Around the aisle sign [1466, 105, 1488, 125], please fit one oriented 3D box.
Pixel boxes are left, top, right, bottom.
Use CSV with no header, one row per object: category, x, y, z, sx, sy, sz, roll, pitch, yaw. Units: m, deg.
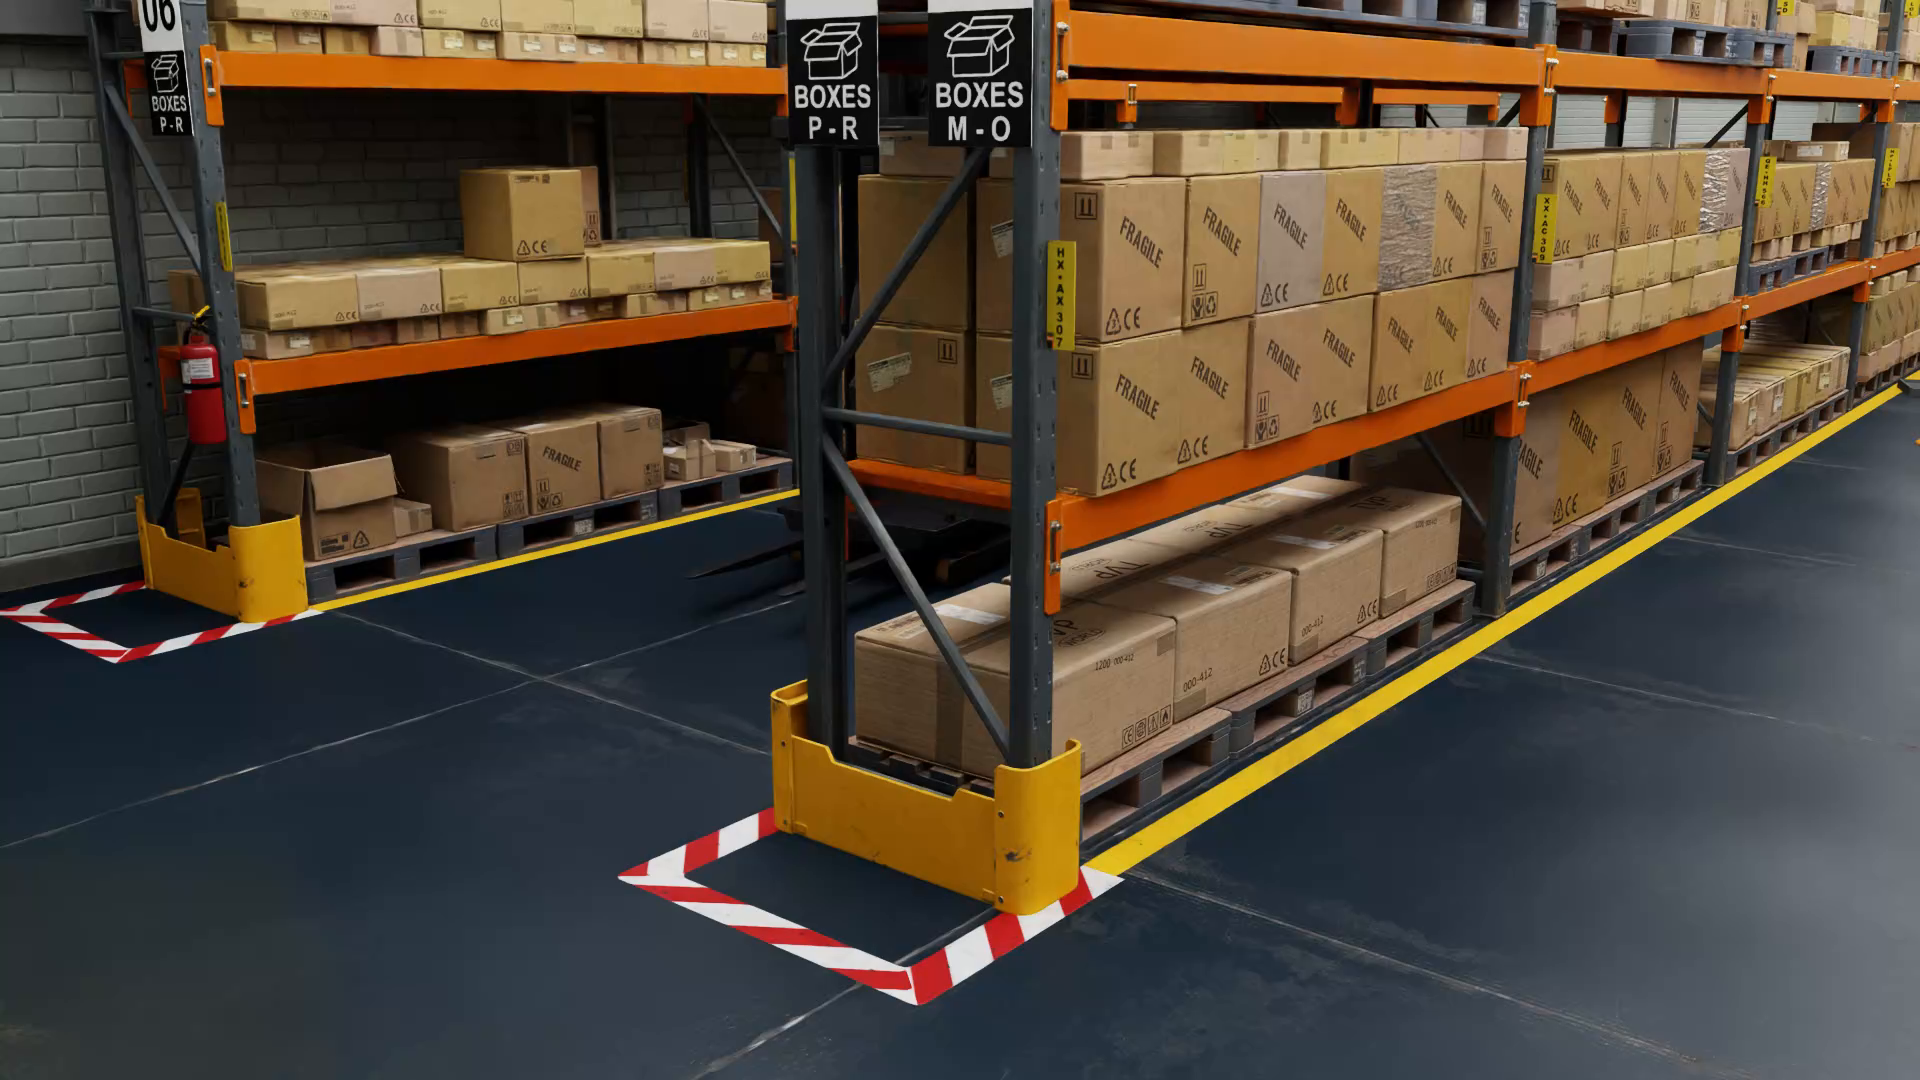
aisle sign,6.339,-5.423,20.098,0.394,0.787,0.004,11,18,38

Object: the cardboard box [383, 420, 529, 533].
cardboard box,-2.961,-0.384,9.766,0.700,0.500,0.500,12,19,40

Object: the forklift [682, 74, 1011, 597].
forklift,-0.333,-1.290,9.249,1.130,2.935,3.031,9,17,31

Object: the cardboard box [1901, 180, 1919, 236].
cardboard box,8.535,-3.090,15.387,0.500,0.500,0.500,11,18,37

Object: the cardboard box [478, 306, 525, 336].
cardboard box,-2.718,-1.269,9.538,0.380,0.149,0.250,11,18,36

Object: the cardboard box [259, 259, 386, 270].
cardboard box,-3.579,-1.431,9.364,0.500,0.250,0.500,11,18,38

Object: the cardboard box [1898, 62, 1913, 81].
cardboard box,8.015,-4.057,14.420,0.380,0.149,0.250,11,18,38

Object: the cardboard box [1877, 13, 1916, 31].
cardboard box,7.870,-4.391,14.113,0.380,0.149,0.250,11,18,37

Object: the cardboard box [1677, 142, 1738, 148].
cardboard box,5.713,-2.964,12.720,0.380,0.149,0.250,10,17,35

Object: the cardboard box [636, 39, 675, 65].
cardboard box,-1.959,-2.972,10.150,0.380,0.149,0.250,11,18,37

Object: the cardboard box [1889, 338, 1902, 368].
cardboard box,8.658,-1.810,15.889,0.500,0.250,0.500,11,18,37

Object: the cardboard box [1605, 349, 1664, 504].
cardboard box,3.842,-0.781,10.566,0.875,0.875,0.875,12,18,38

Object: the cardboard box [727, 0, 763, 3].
cardboard box,-1.603,-3.531,10.525,0.500,0.250,0.500,11,18,38

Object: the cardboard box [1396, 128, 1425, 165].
cardboard box,1.756,-1.685,7.112,0.380,0.149,0.250,11,18,37

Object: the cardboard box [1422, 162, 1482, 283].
cardboard box,1.984,-1.434,7.443,0.500,0.500,0.500,11,18,37

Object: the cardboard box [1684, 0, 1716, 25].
cardboard box,4.022,-3.220,9.557,0.500,0.500,0.500,11,18,38

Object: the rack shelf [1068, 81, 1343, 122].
rack shelf,2.298,-4.152,15.744,1.077,0.370,4.000,11,18,38

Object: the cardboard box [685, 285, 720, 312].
cardboard box,-1.768,-1.569,10.718,0.380,0.149,0.250,12,18,39

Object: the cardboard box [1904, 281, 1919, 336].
cardboard box,8.984,-2.273,16.187,0.500,0.500,0.500,11,18,36

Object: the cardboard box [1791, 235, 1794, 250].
cardboard box,6.092,-2.274,12.638,0.380,0.149,0.250,12,19,40

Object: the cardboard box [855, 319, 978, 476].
cardboard box,-0.026,-0.546,5.977,0.500,0.500,0.500,11,18,38

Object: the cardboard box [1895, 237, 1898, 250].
cardboard box,8.453,-2.761,15.410,0.380,0.149,0.250,11,18,37

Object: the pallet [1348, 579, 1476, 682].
pallet,1.852,0.355,8.298,1.003,0.211,1.213,11,18,38

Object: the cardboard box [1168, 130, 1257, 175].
cardboard box,0.828,-1.383,5.925,0.380,0.149,0.250,11,18,36

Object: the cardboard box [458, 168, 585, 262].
cardboard box,-2.549,-1.899,9.684,0.500,0.500,0.500,12,18,39

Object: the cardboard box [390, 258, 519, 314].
cardboard box,-2.859,-1.443,9.410,0.500,0.250,0.500,11,18,36

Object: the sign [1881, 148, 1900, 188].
sign,7.853,-3.138,14.033,0.100,0.325,0.005,11,18,38

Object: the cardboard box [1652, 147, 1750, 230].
cardboard box,4.783,-2.290,10.811,0.500,0.500,0.500,11,18,36

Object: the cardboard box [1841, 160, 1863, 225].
cardboard box,6.996,-2.839,13.548,0.500,0.500,0.500,11,18,38

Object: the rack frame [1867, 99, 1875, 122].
rack frame,9.933,-3.428,17.527,1.000,3.000,0.127,11,18,38

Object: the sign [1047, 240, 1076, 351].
sign,0.304,-0.735,5.006,0.100,0.325,0.005,11,18,38

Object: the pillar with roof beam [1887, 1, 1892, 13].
pillar with roof beam,27.135,-12.189,39.826,9.100,9.000,0.400,11,18,38

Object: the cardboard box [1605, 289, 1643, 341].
cardboard box,3.531,-1.296,9.437,0.500,0.250,0.500,11,18,37

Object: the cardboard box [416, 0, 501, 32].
cardboard box,-2.860,-2.896,9.040,0.500,0.250,0.500,11,18,36

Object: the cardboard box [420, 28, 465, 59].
cardboard box,-2.891,-2.673,8.970,0.380,0.149,0.250,11,18,37

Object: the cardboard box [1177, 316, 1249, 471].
cardboard box,0.698,-0.561,6.038,0.500,0.500,0.500,11,18,37

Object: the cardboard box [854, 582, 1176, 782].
cardboard box,0.214,0.532,6.287,0.875,0.438,0.875,11,18,36

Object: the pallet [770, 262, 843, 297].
pallet,-0.885,-1.941,12.061,1.003,0.211,1.213,11,18,38

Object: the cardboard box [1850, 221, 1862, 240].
cardboard box,7.310,-2.603,13.934,0.380,0.149,0.250,12,18,38

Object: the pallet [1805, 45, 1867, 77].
pallet,6.298,-3.724,12.981,1.213,0.211,1.003,11,18,38

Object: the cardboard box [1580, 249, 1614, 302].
cardboard box,3.192,-1.445,9.007,0.500,0.250,0.500,12,18,38

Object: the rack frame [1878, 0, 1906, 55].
rack frame,7.419,-5.570,13.773,1.000,3.000,0.127,11,18,38

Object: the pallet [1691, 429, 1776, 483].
pallet,5.397,-0.694,12.427,1.003,0.211,1.213,11,18,38

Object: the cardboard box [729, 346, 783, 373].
cardboard box,-1.466,-1.319,12.130,0.380,0.149,0.250,10,18,35

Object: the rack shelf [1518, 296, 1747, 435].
rack shelf,3.648,-1.165,10.077,1.077,0.370,4.000,11,18,38

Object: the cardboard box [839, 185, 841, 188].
cardboard box,-0.669,-2.307,12.056,0.700,0.500,0.500,12,18,38

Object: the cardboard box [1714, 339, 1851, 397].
cardboard box,7.091,-1.492,14.386,0.950,0.372,0.625,12,18,38

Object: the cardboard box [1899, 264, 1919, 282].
cardboard box,9.126,-2.605,16.176,0.380,0.149,0.250,12,19,40

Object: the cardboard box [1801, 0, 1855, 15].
cardboard box,6.529,-4.160,12.750,0.500,0.250,0.500,12,18,38

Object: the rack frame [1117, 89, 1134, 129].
rack frame,1.041,-2.664,14.517,1.000,3.000,0.127,11,18,38

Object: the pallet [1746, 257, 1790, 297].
pallet,5.270,-1.956,12.121,1.213,0.211,1.003,11,18,38

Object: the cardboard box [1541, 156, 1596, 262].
cardboard box,2.891,-1.703,8.501,0.500,0.500,0.500,12,18,38

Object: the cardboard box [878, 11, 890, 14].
cardboard box,-0.703,-3.585,11.506,0.380,0.149,0.250,11,18,38
